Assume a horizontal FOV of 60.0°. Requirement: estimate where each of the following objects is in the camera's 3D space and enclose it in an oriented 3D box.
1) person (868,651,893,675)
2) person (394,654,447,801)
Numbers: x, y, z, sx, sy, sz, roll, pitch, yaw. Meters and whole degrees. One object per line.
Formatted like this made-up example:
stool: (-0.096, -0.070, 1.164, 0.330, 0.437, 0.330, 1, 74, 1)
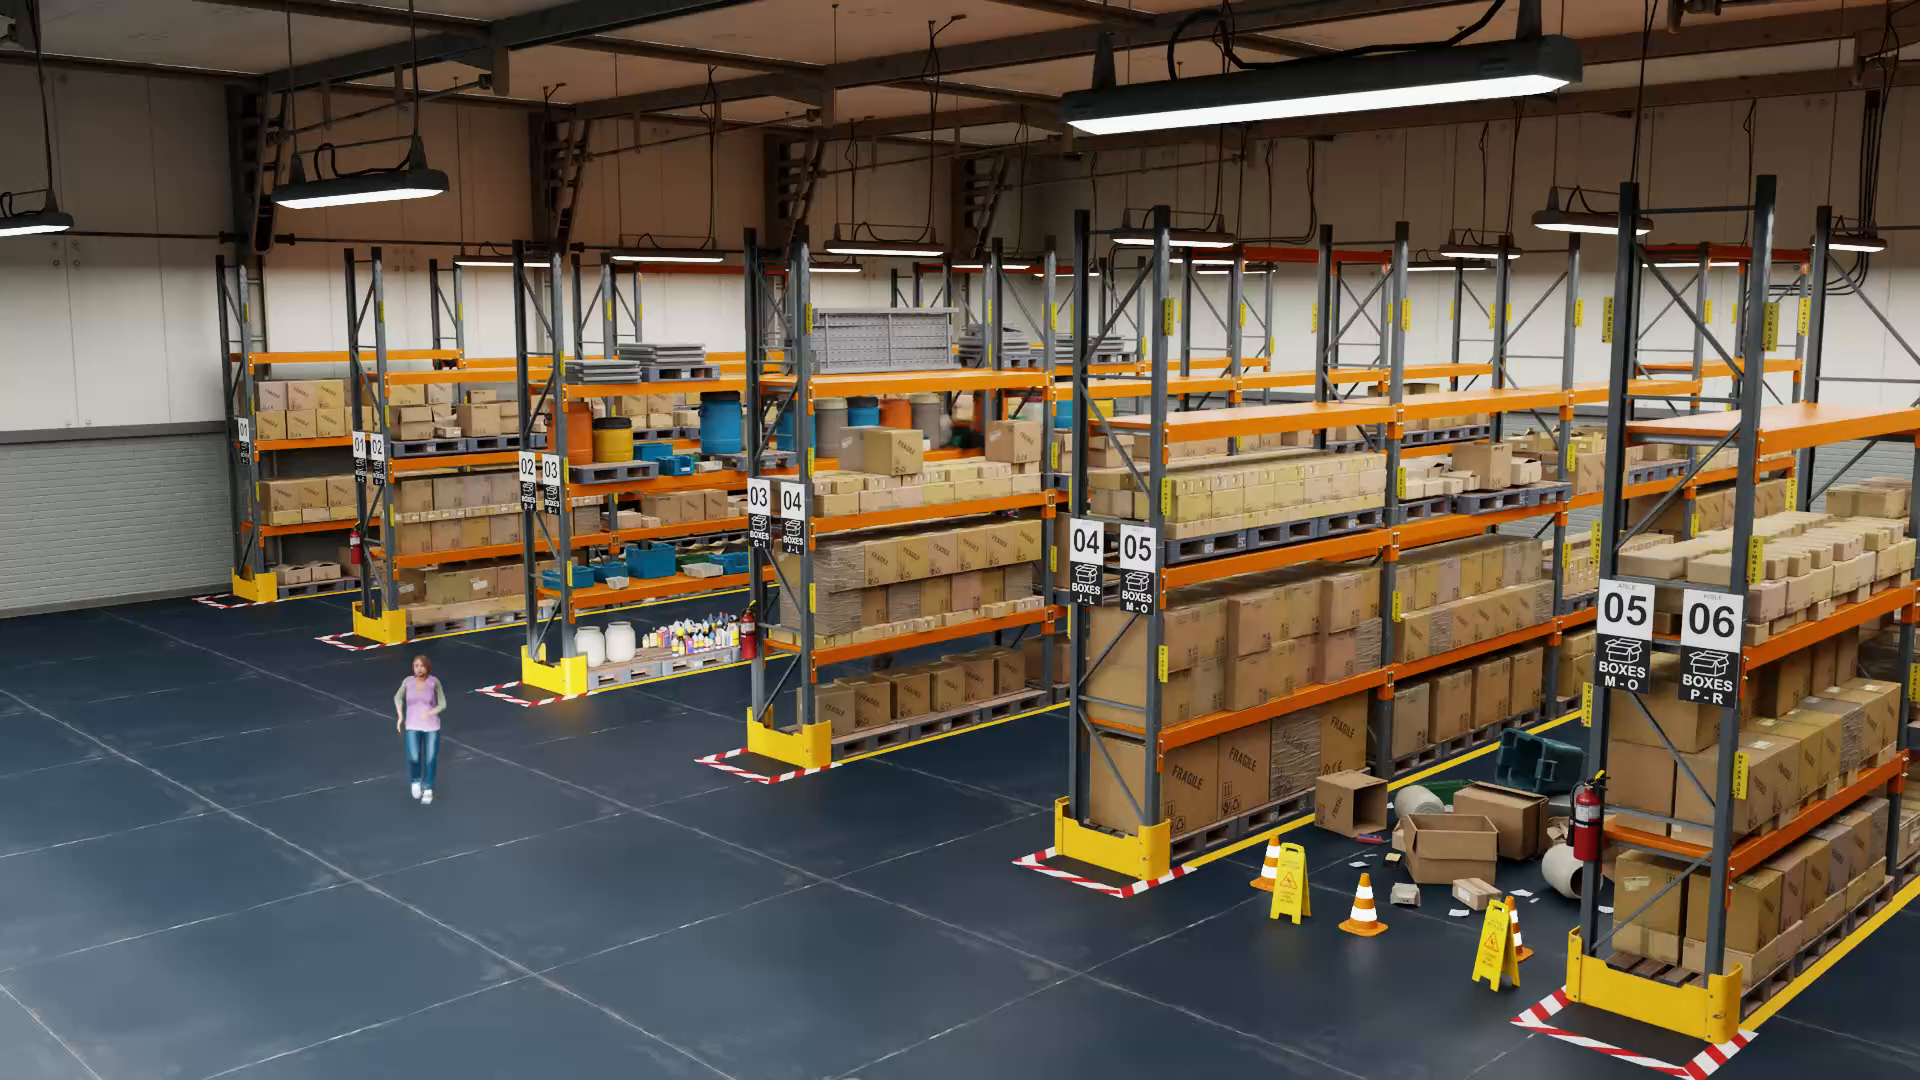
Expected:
person: (-1.105, 1.008, 22.401, 0.661, 1.711, 0.906, 4, 9, 27)
person: (-5.564, 1.964, 17.174, 0.522, 1.564, 0.591, -2, 8, -16)
